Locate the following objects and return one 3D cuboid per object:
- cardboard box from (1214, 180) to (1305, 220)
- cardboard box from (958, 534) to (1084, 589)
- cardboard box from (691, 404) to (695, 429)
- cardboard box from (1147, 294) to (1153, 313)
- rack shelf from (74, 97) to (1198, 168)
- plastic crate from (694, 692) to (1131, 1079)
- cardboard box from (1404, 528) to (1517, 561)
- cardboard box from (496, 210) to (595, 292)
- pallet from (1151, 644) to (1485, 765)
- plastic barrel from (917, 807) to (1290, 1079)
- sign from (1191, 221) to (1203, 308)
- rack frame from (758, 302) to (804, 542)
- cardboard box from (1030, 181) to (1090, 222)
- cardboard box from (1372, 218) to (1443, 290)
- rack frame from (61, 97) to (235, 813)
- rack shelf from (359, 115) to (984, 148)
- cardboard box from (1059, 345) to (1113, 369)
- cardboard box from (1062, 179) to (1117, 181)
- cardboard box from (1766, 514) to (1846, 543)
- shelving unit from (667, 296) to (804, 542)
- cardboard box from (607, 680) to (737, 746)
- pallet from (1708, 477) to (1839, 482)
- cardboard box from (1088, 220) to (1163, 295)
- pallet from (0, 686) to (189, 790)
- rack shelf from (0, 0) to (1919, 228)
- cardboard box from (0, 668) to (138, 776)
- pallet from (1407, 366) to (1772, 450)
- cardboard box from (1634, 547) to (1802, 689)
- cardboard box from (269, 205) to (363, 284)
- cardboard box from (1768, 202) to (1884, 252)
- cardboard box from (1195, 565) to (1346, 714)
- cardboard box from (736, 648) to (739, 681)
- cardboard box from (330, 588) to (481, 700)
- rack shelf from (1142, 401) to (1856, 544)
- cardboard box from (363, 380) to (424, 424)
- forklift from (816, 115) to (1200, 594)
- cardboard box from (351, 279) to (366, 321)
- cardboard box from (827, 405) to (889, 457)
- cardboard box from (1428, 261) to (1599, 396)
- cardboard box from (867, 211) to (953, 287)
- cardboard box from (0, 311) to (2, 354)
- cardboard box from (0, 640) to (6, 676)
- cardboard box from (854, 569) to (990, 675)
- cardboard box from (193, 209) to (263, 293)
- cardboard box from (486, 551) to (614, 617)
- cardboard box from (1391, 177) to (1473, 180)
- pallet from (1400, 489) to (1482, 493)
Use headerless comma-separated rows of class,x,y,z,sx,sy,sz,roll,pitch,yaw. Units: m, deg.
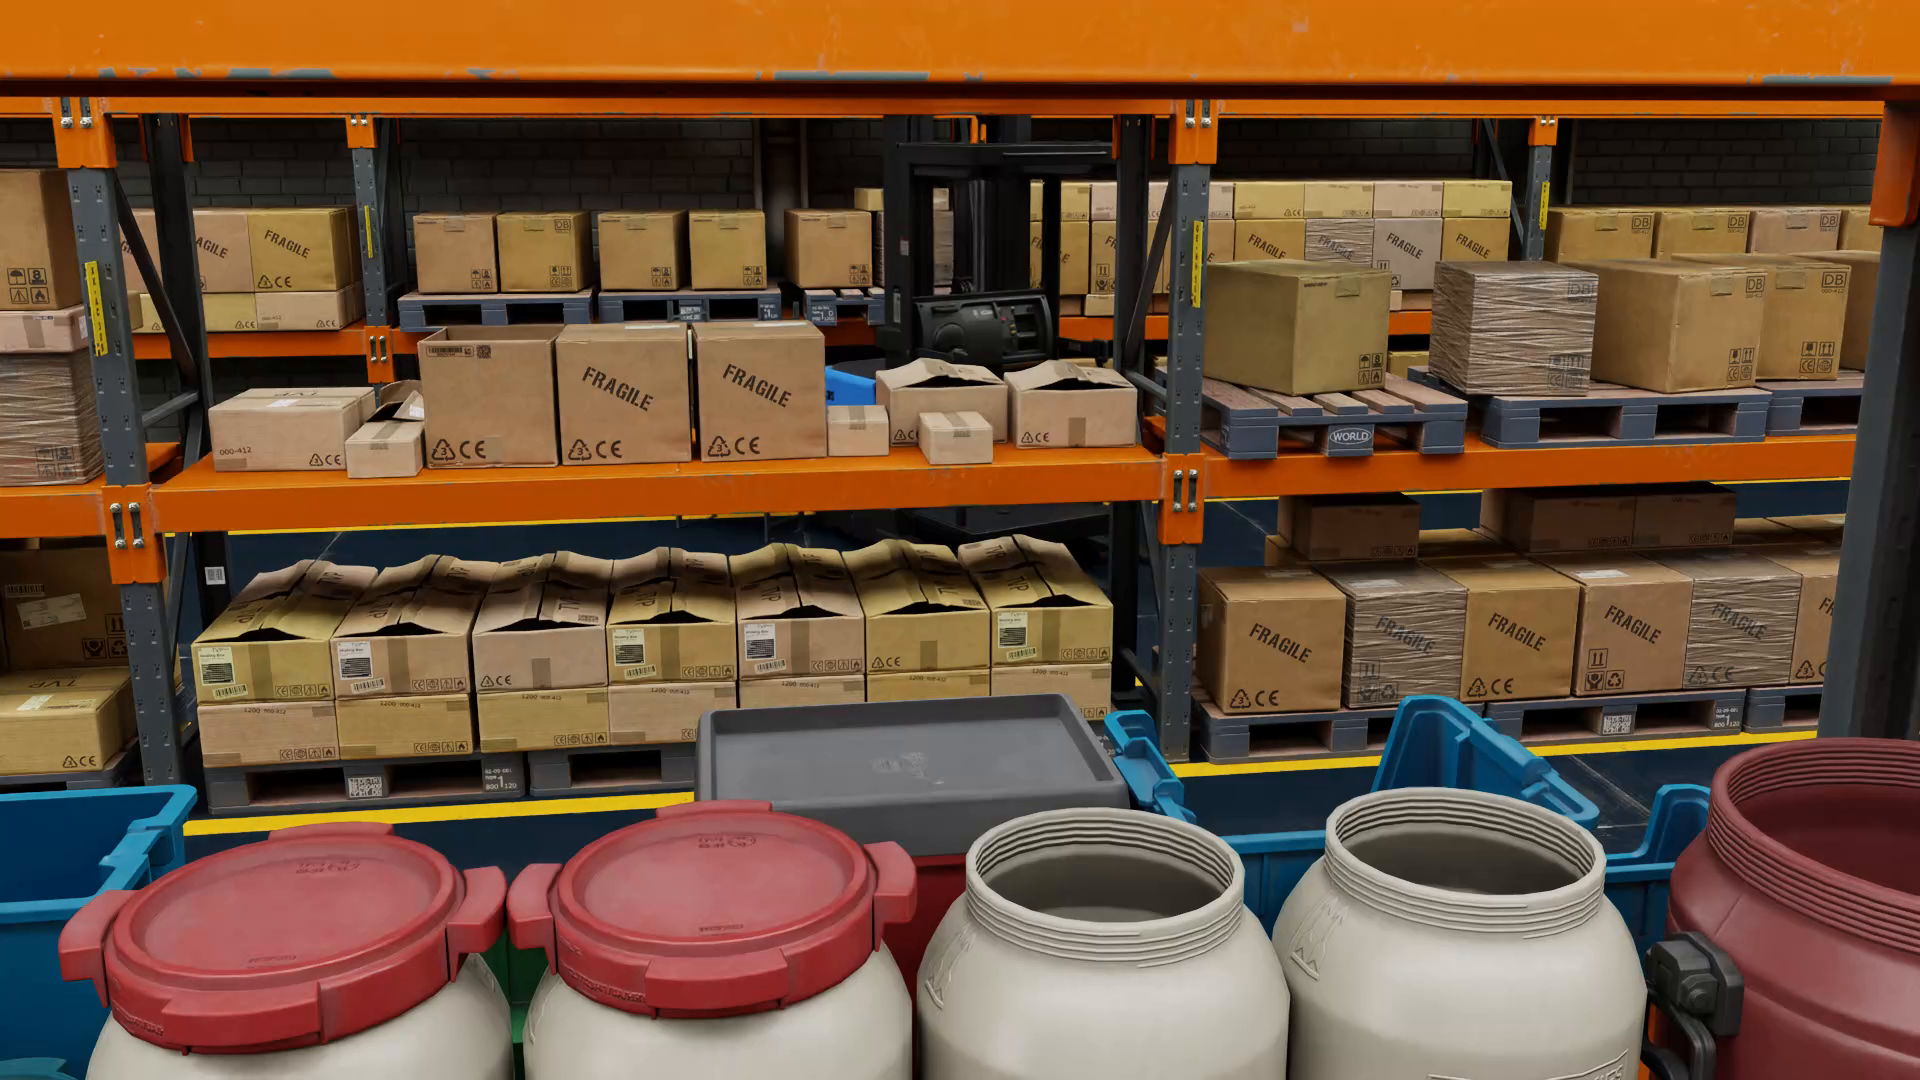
cardboard box,2.102,-2.406,11.749,0.500,0.250,0.500,-2,14,-9
cardboard box,0.266,0.171,7.508,0.500,0.311,0.500,-2,14,-6
cardboard box,-2.130,-0.753,11.791,0.500,0.500,0.700,-2,14,-8
cardboard box,1.202,-1.706,11.831,0.250,0.149,0.380,-2,14,-9
rack shelf,-1.150,-1.668,6.521,4.000,0.370,1.077,-2,14,-8
plastic crate,-0.082,0.511,2.388,0.583,0.464,0.402,-2,14,-8
cardboard box,2.229,0.255,7.773,0.500,0.500,0.500,-3,14,-10
cardboard box,-2.807,-1.972,11.309,0.500,0.500,0.700,-1,14,-3
pallet,1.572,0.700,7.498,1.213,0.211,1.003,-2,14,-8
plastic barrel,0.160,0.606,1.908,0.421,0.512,0.421,0,14,0
sign,0.914,-1.063,6.415,0.005,0.325,0.100,-2,14,-8
rack frame,-1.141,-0.755,10.650,0.023,1.500,0.400,8,16,30
cardboard box,0.602,-2.348,11.518,0.500,0.250,0.500,-2,14,-7
cardboard box,3.119,-2.076,11.974,0.500,0.500,0.500,-2,14,-8
rack frame,-3.128,-0.490,6.509,0.127,3.000,1.000,-2,14,-8
rack shelf,-1.892,-2.860,11.272,4.000,0.370,1.077,-2,14,-8
cardboard box,0.833,-0.982,12.029,0.750,0.750,0.750,-2,14,-9
cardboard box,1.008,-2.489,12.082,0.500,0.250,0.500,-3,14,-10
cardboard box,4.268,0.178,8.080,0.500,0.500,0.500,-3,14,-11
shelving unit,-1.455,-0.801,10.831,0.755,1.500,0.431,8,16,30
cardboard box,-1.171,0.629,6.836,0.500,0.250,0.500,-2,14,-7
pallet,6.014,-0.672,12.970,1.213,0.211,1.003,-2,14,-8
cardboard box,1.124,-2.002,11.679,0.500,0.500,0.500,-2,14,-6
pallet,-3.920,0.881,6.774,1.213,0.211,1.003,-2,14,-8
rack shelf,-0.416,-0.477,1.769,4.000,0.370,1.077,-2,14,-8
cardboard box,-3.554,0.709,6.516,0.500,0.250,0.500,-2,14,-8
pallet,2.750,-0.613,7.396,1.213,0.211,1.003,-2,14,-8
cardboard box,3.352,0.340,7.434,0.500,0.500,0.500,-2,14,-8
cardboard box,-4.365,-2.015,11.317,0.500,0.500,0.500,-2,14,-10
cardboard box,6.776,-2.212,12.758,0.700,0.700,0.980,-2,14,-9
cardboard box,1.320,0.416,7.130,0.500,0.500,0.500,-1,14,-6
cardboard box,-0.744,0.482,7.422,0.500,0.250,0.500,-2,14,-10
cardboard box,-2.186,0.396,6.613,0.500,0.311,0.500,-2,14,-9
rack shelf,2.805,-0.358,7.464,4.000,0.370,1.077,-2,14,-8
cardboard box,-2.286,-0.501,6.829,0.258,0.266,0.396,-2,14,-10
forklift,0.273,-1.275,9.779,1.130,2.935,3.031,-9,17,-32
cardboard box,-4.366,-1.653,11.414,0.500,0.250,0.500,-2,14,-8
cardboard box,-0.425,-0.453,6.880,0.250,0.149,0.380,-1,14,-4
cardboard box,2.366,-0.924,7.172,0.500,0.500,0.700,1,14,2
cardboard box,-0.377,-2.069,11.695,0.500,0.500,0.700,-4,15,-15
cardboard box,-3.609,-0.783,6.140,0.250,0.149,0.380,-2,14,-9
cardboard box,-4.050,0.361,6.364,0.500,0.500,0.500,-2,14,-8
cardboard box,-0.167,0.322,6.909,0.500,0.311,0.500,-2,14,-9
cardboard box,-4.784,-1.871,10.742,0.500,0.500,0.500,-2,14,-9
cardboard box,-1.763,0.246,7.209,0.500,0.311,0.500,-2,14,-8
cardboard box,3.548,-2.584,12.457,0.500,0.250,0.500,-2,14,-7
pallet,3.290,-0.573,12.571,1.213,0.211,1.003,-2,14,-8
